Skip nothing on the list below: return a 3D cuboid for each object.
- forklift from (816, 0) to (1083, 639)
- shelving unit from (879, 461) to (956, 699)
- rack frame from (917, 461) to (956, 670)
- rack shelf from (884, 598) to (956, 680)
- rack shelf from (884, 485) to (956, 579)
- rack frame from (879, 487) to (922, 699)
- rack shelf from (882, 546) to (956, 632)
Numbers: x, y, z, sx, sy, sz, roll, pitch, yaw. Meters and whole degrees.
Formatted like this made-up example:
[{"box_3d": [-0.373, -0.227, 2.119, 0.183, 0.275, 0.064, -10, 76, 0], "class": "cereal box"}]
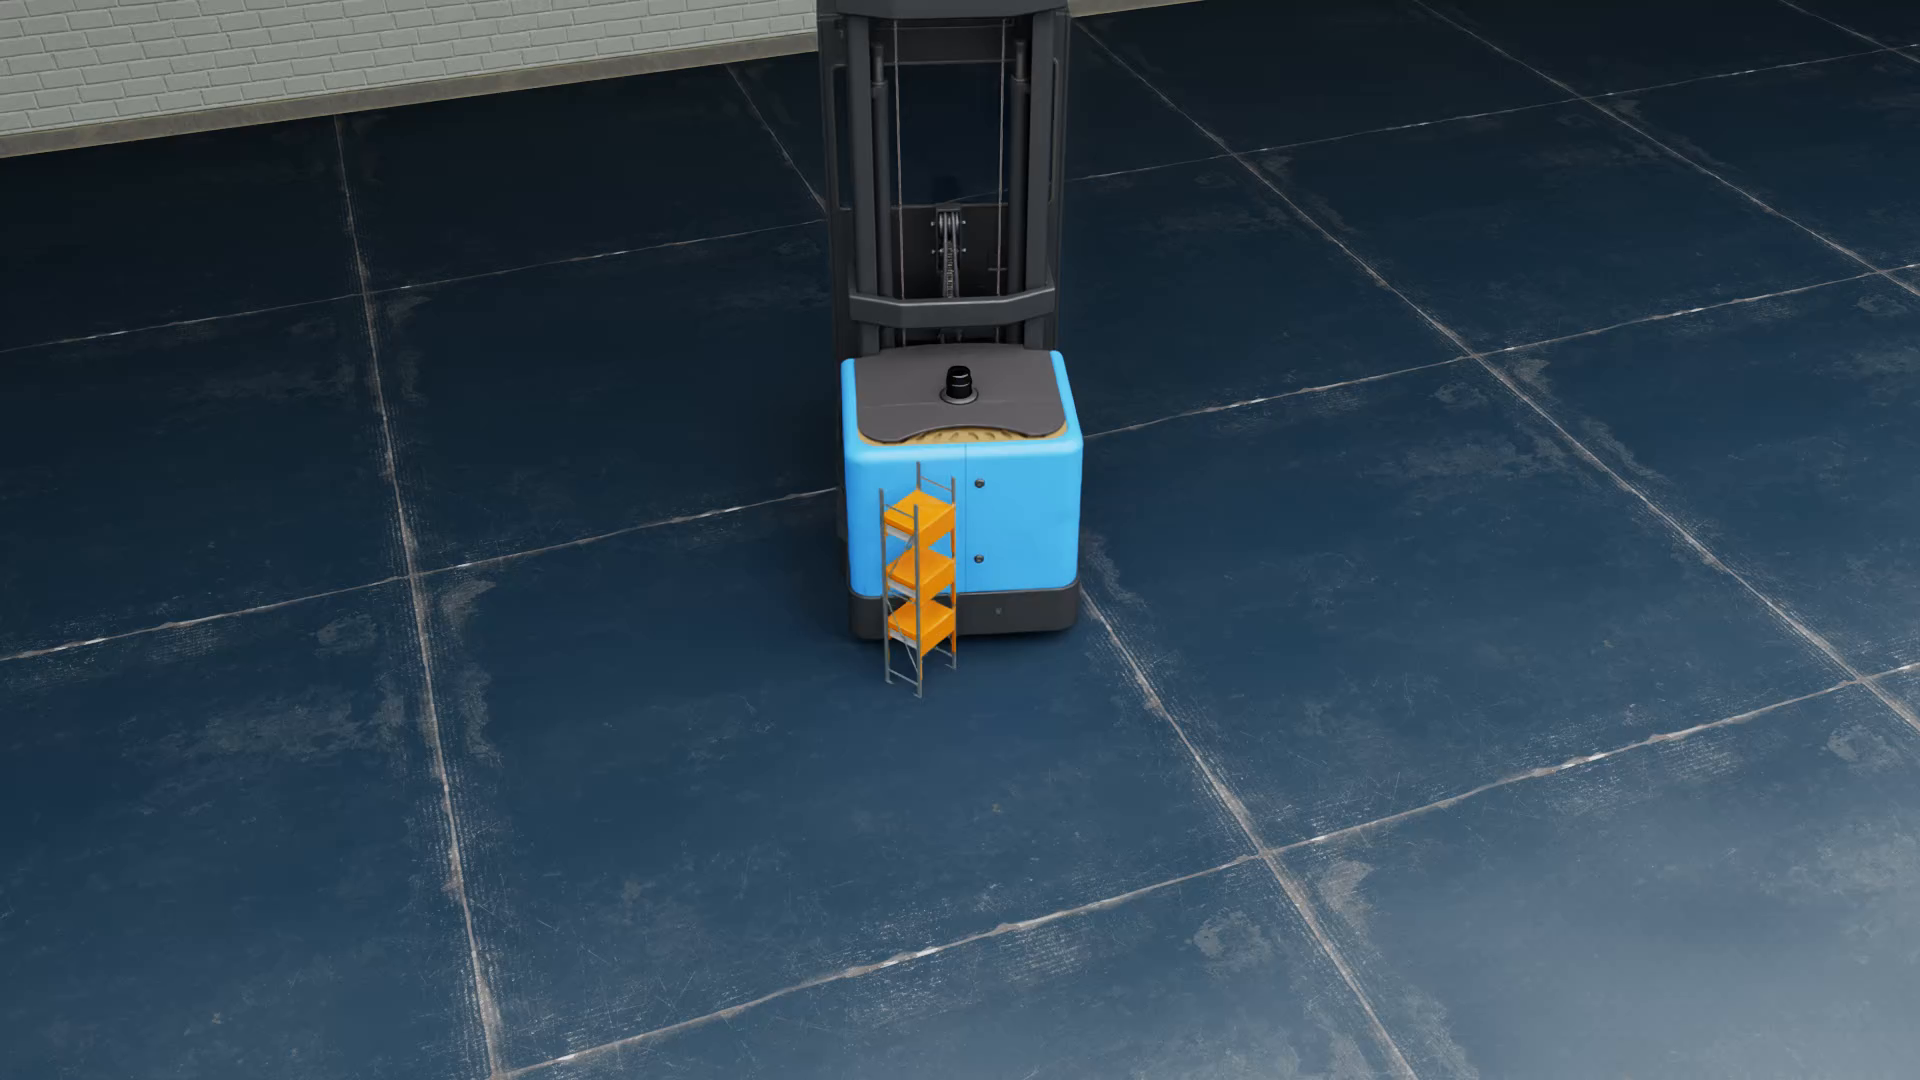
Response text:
[{"box_3d": [-0.090, -1.590, 7.925, 1.130, 2.935, 3.031, -3, 37, -4], "class": "forklift"}, {"box_3d": [-0.175, 0.185, 7.132, 0.215, 1.050, 0.252, 25, 44, 29], "class": "shelving unit"}, {"box_3d": [-0.100, 0.127, 7.209, 0.200, 1.050, 0.008, 25, 44, 29], "class": "rack frame"}, {"box_3d": [-0.175, 0.415, 7.305, 0.215, 0.259, 0.240, 25, 44, 29], "class": "rack shelf"}, {"box_3d": [-0.175, -0.033, 6.968, 0.215, 0.259, 0.240, 25, 44, 29], "class": "rack shelf"}, {"box_3d": [-0.250, 0.243, 7.055, 0.200, 1.050, 0.008, 25, 44, 29], "class": "rack frame"}, {"box_3d": [-0.175, 0.193, 7.138, 0.215, 0.259, 0.240, 25, 44, 29], "class": "rack shelf"}]
